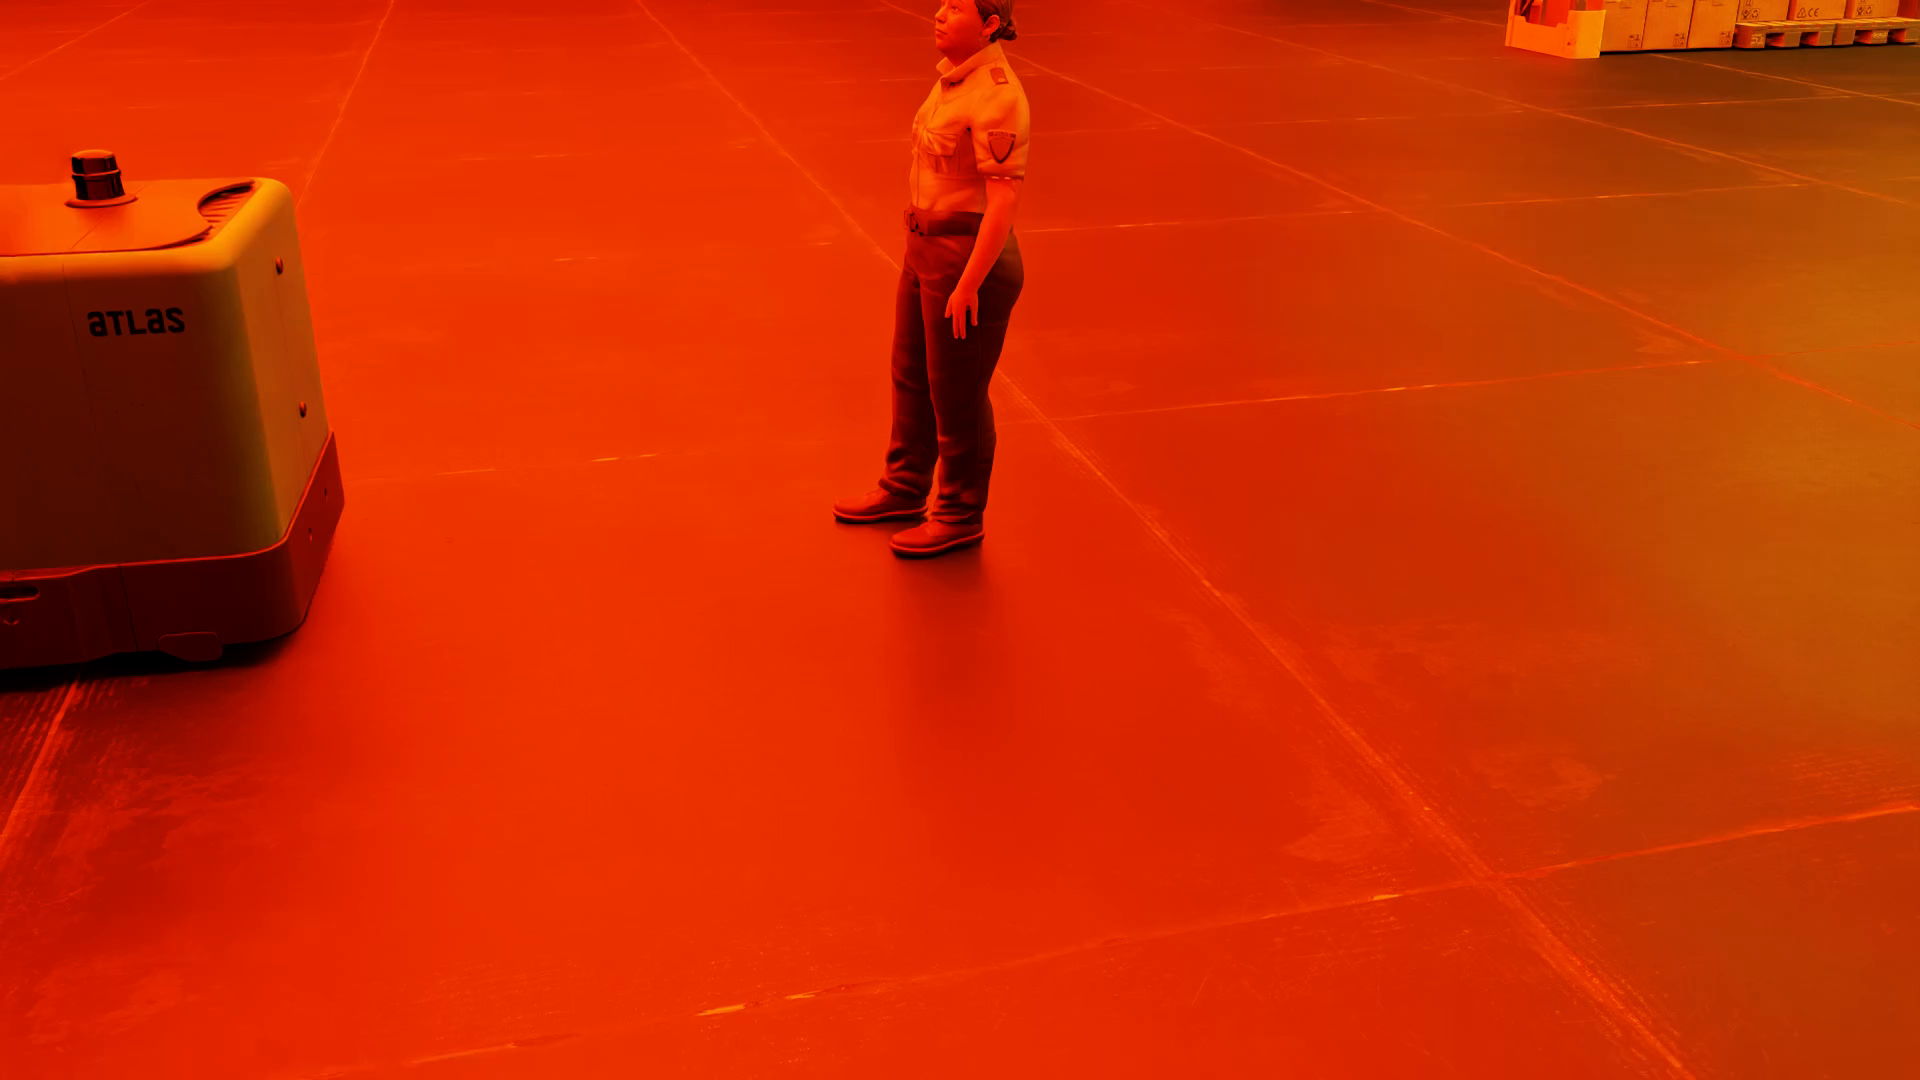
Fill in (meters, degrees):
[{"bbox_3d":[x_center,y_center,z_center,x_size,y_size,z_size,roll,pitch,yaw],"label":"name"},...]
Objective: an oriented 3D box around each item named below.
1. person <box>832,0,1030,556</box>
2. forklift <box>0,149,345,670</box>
[{"bbox_3d":[-0.093,-0.758,4.729,0.502,1.638,0.598,-6,24,-14],"label":"person"},{"bbox_3d":[-3.296,-1.111,3.921,3.031,2.935,1.130,-5,23,-11],"label":"forklift"}]
